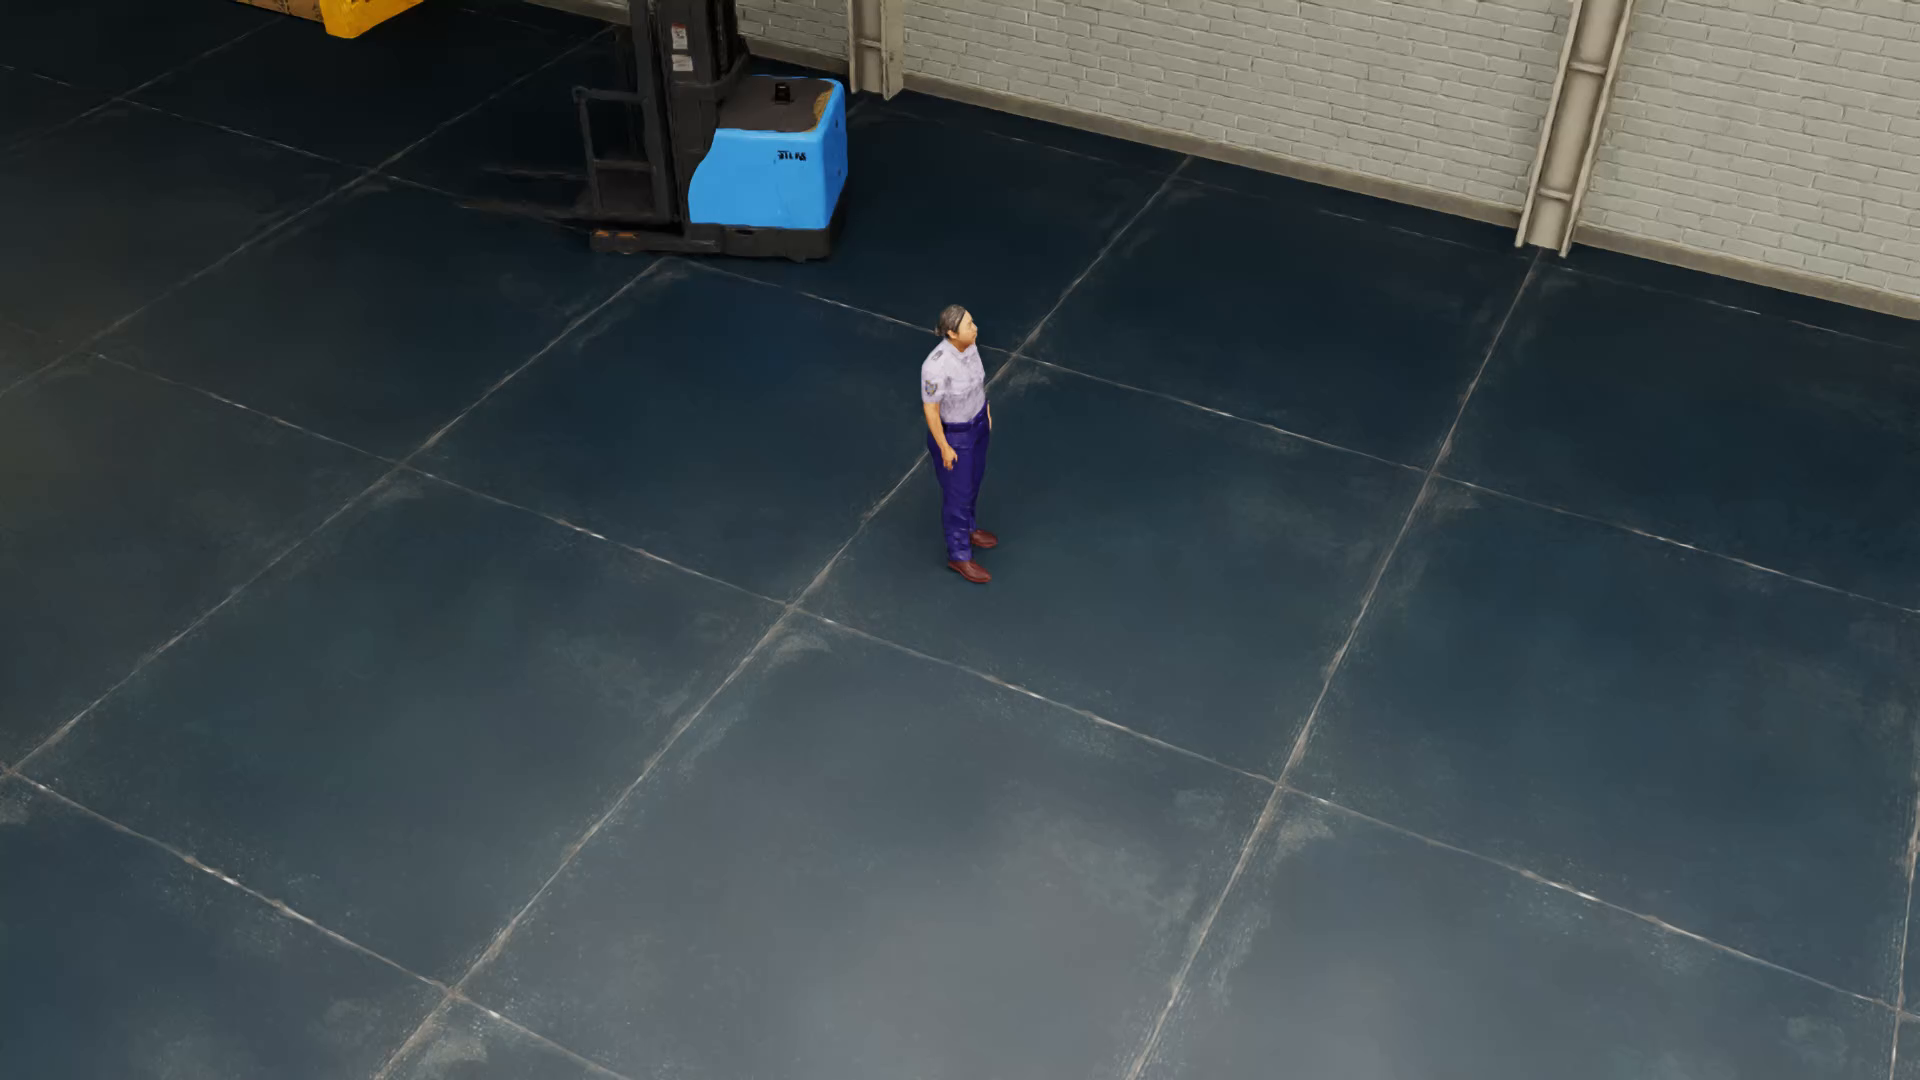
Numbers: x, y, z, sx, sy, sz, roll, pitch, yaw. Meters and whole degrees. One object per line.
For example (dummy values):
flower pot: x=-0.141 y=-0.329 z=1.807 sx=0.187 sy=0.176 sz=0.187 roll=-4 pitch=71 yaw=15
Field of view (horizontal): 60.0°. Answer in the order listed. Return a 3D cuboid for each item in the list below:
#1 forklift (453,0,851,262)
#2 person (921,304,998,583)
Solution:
forklift: x=-2.434 y=-3.671 z=12.345 sx=3.031 sy=2.935 sz=1.130 roll=5 pitch=40 yaw=6
person: x=0.069 y=-0.596 z=9.679 sx=0.502 sy=1.650 sz=0.599 roll=18 pitch=43 yaw=21
